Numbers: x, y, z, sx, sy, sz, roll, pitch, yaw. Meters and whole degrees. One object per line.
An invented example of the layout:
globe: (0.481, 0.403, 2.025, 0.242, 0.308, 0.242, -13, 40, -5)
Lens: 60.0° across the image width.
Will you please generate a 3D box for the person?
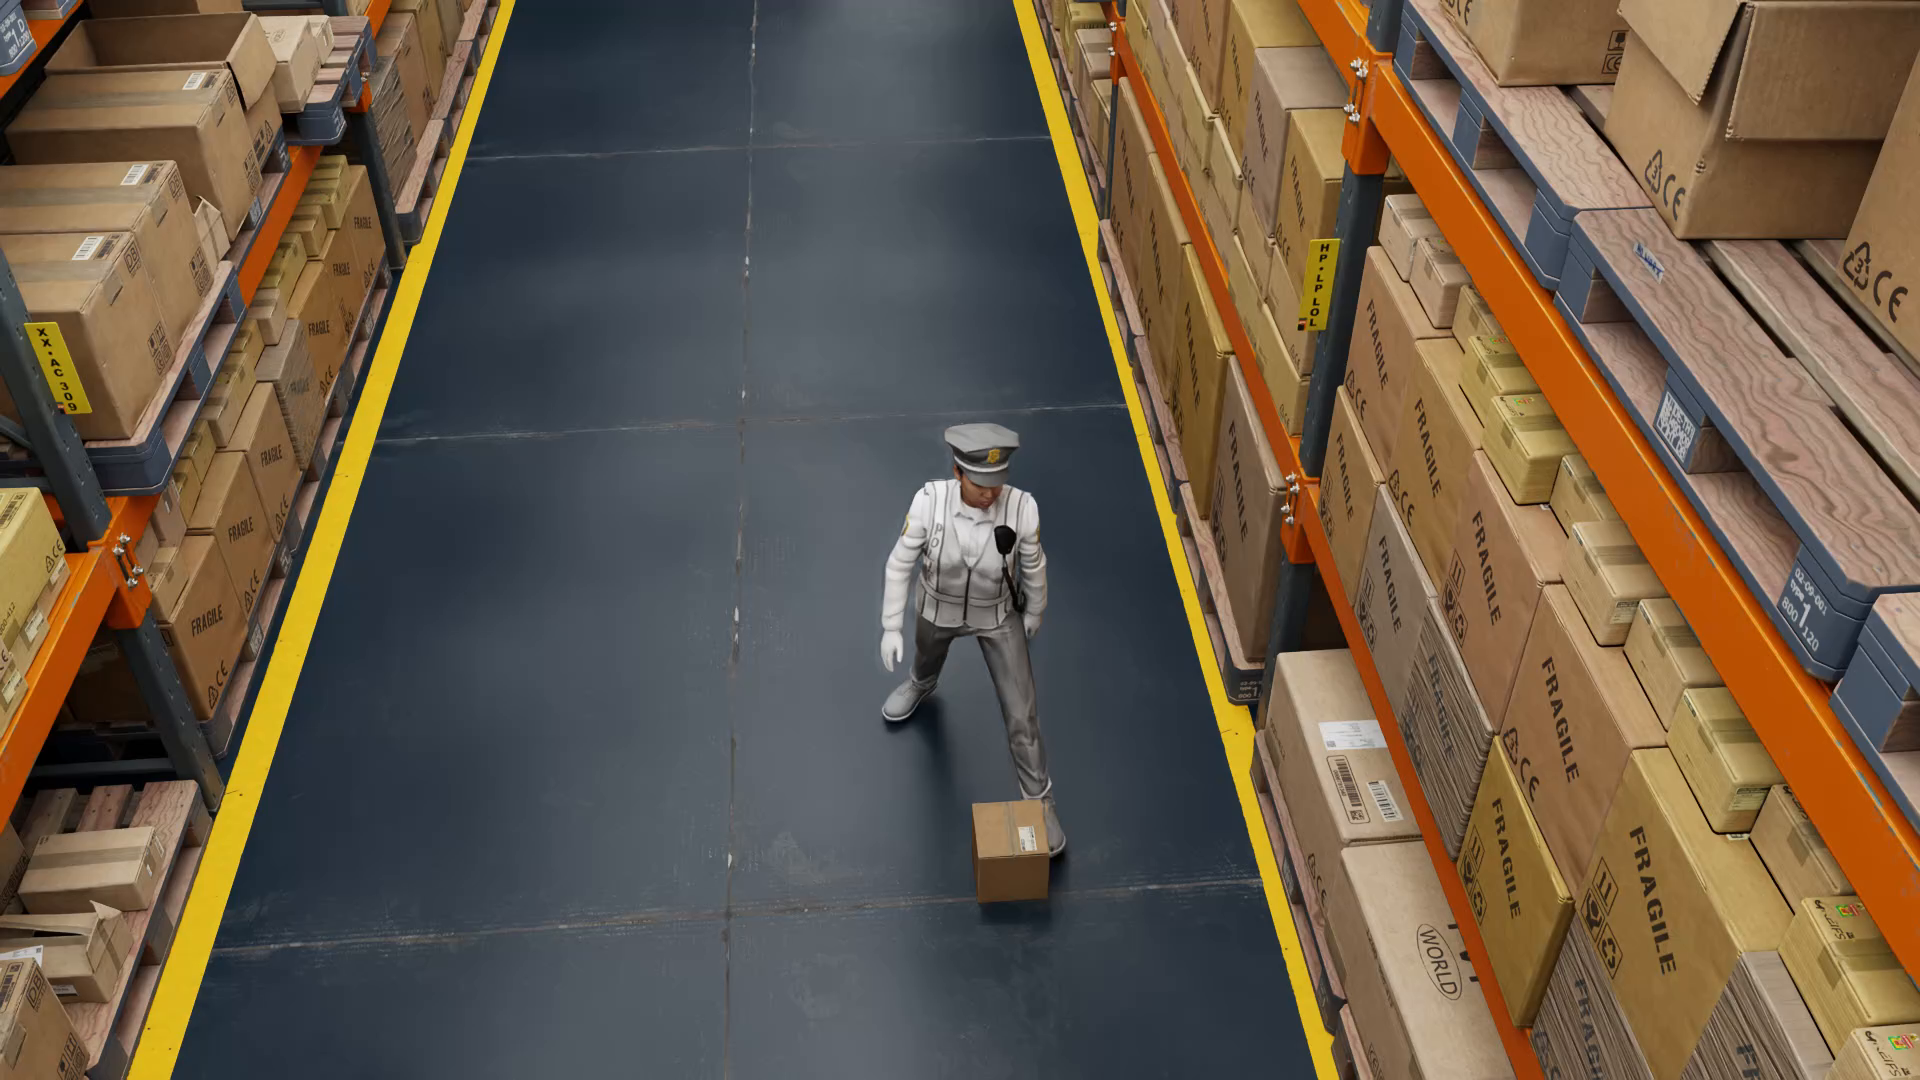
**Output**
person: (0.044, 0.253, 5.848, 0.762, 1.610, 0.912, 4, 40, 5)
